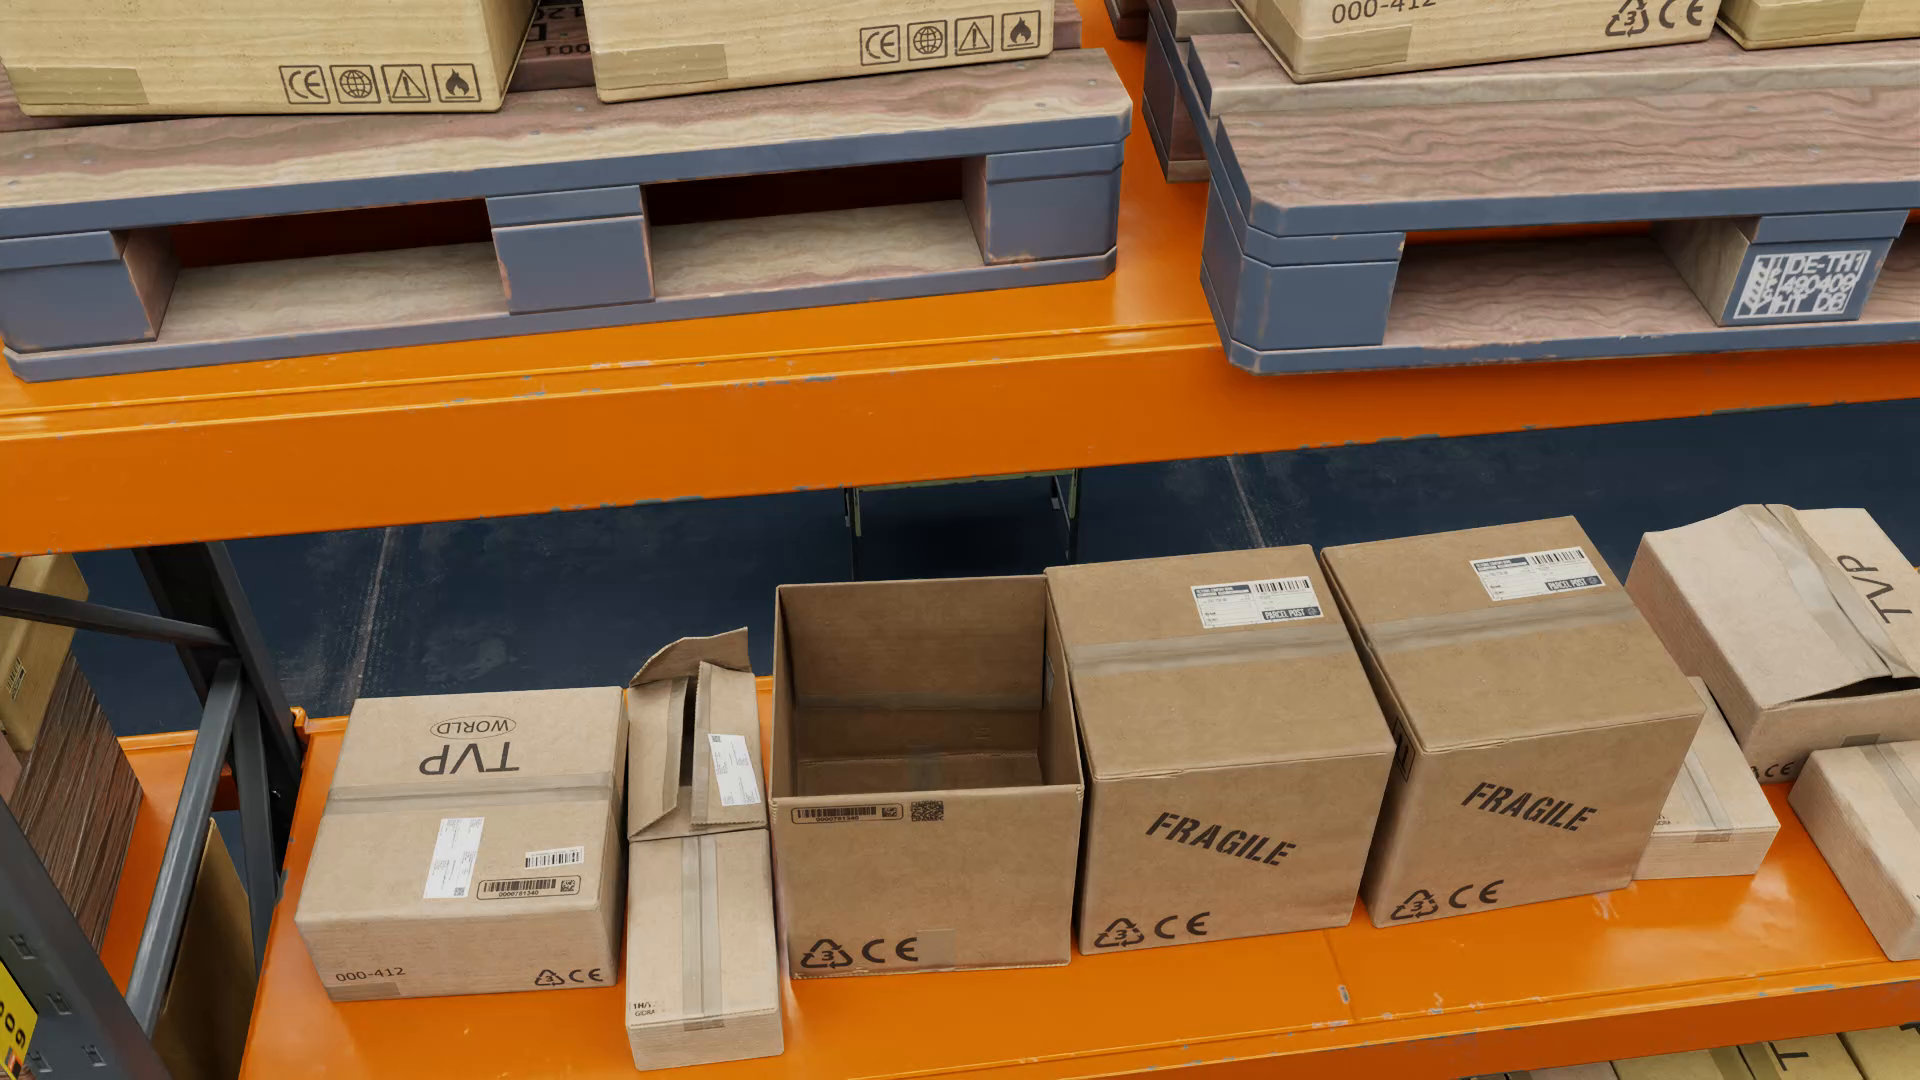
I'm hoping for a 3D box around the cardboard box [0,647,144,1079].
[{"bbox_3d":[-1.791,0.563,2.811,0.500,0.500,0.700,-6,42,-7],"label":"cardboard box"}]

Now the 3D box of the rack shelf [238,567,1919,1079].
[{"bbox_3d":[0.631,0.651,3.326,4.000,0.370,1.077,-5,42,-6],"label":"rack shelf"}]

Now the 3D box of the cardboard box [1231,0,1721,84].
[{"bbox_3d":[0.552,-0.782,1.936,0.500,0.250,0.500,-8,43,-9],"label":"cardboard box"}]

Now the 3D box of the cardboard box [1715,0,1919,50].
[{"bbox_3d":[1.086,-0.827,1.987,0.500,0.250,0.500,-6,42,-6],"label":"cardboard box"}]

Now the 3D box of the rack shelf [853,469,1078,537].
[{"bbox_3d":[-0.007,-0.314,5.465,0.720,0.370,0.431,-5,42,-6],"label":"rack shelf"}]

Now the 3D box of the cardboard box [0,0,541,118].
[{"bbox_3d":[-0.740,-0.704,1.849,0.500,0.250,0.500,-1,42,-1],"label":"cardboard box"}]

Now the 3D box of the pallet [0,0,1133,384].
[{"bbox_3d":[-0.479,-0.570,2.046,1.217,0.209,0.805,-7,42,-7],"label":"pallet"}]

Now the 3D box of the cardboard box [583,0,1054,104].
[{"bbox_3d":[-0.196,-0.753,1.904,0.500,0.250,0.500,-9,43,-10],"label":"cardboard box"}]

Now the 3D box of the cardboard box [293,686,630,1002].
[{"bbox_3d":[-0.869,0.542,3.022,0.500,0.250,0.500,-3,42,-3],"label":"cardboard box"}]

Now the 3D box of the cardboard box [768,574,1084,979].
[{"bbox_3d":[-0.066,0.419,2.971,0.500,0.500,0.500,-2,42,-2],"label":"cardboard box"}]

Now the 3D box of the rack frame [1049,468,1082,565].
[{"bbox_3d":[0.356,-0.588,5.282,0.023,1.500,0.400,-5,42,-6],"label":"rack frame"}]

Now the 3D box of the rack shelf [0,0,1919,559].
[{"bbox_3d":[0.631,-0.463,2.321,4.000,0.370,1.077,-5,42,-6],"label":"rack shelf"}]

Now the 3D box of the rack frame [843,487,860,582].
[{"bbox_3d":[-0.370,-0.525,5.212,0.023,1.500,0.400,-5,42,-6],"label":"rack frame"}]

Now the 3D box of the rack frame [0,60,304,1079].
[{"bbox_3d":[-1.352,0.558,2.892,0.127,3.000,1.000,-5,42,-6],"label":"rack frame"}]

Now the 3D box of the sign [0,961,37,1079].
[{"bbox_3d":[-1.279,0.575,2.167,0.005,0.325,0.100,-5,42,-6],"label":"sign"}]

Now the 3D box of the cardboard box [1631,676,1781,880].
[{"bbox_3d":[1.357,0.452,3.197,0.250,0.149,0.380,-2,42,-2],"label":"cardboard box"}]

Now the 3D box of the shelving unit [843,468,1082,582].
[{"bbox_3d":[-0.007,-0.556,5.247,0.755,1.500,0.431,-5,42,-6],"label":"shelving unit"}]

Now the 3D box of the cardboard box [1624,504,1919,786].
[{"bbox_3d":[1.702,0.192,3.364,0.500,0.311,0.500,-5,42,-6],"label":"cardboard box"}]

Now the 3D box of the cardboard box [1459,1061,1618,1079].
[{"bbox_3d":[1.111,1.168,3.537,0.500,0.311,0.500,-5,42,-6],"label":"cardboard box"}]

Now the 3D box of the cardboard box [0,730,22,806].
[{"bbox_3d":[-1.594,0.446,2.457,0.250,0.149,0.380,-5,42,-6],"label":"cardboard box"}]

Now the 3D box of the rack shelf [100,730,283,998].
[{"bbox_3d":[-3.335,0.999,2.941,4.000,0.370,1.077,-5,42,-6],"label":"rack shelf"}]

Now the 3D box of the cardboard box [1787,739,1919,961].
[{"bbox_3d":[1.758,0.565,3.071,0.250,0.149,0.380,-5,42,-6],"label":"cardboard box"}]

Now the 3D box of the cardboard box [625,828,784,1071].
[{"bbox_3d":[-0.447,0.710,2.911,0.250,0.149,0.380,-5,42,-6],"label":"cardboard box"}]

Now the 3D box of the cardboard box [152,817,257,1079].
[{"bbox_3d":[-1.852,0.977,3.607,0.500,0.500,0.500,-5,42,-6],"label":"cardboard box"}]

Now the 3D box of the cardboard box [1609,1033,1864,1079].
[{"bbox_3d":[1.612,1.126,3.583,0.500,0.311,0.500,-6,42,-6],"label":"cardboard box"}]

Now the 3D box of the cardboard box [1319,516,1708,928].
[{"bbox_3d":[0.953,0.330,3.070,0.500,0.500,0.500,-7,43,-8],"label":"cardboard box"}]

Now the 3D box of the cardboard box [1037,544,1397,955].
[{"bbox_3d":[0.431,0.375,3.020,0.500,0.500,0.500,-5,42,-5],"label":"cardboard box"}]

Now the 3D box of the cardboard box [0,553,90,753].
[{"bbox_3d":[-1.644,0.174,2.758,0.250,0.149,0.380,-5,42,-6],"label":"cardboard box"}]

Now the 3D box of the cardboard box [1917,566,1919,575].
[{"bbox_3d":[2.248,0.246,3.304,0.500,0.311,0.500,-3,42,-3],"label":"cardboard box"}]

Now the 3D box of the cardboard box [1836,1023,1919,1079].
[{"bbox_3d":[2.127,1.076,3.638,0.500,0.311,0.500,-4,42,-4],"label":"cardboard box"}]

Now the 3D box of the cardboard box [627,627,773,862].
[{"bbox_3d":[-0.504,0.409,3.157,0.258,0.266,0.396,-6,42,-7],"label":"cardboard box"}]

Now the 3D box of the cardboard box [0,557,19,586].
[{"bbox_3d":[-1.791,0.082,2.377,0.500,0.500,0.700,-5,42,-5],"label":"cardboard box"}]

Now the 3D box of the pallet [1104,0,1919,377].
[{"bbox_3d":[0.844,-0.616,2.095,1.213,0.211,1.003,-3,42,-4],"label":"pallet"}]
